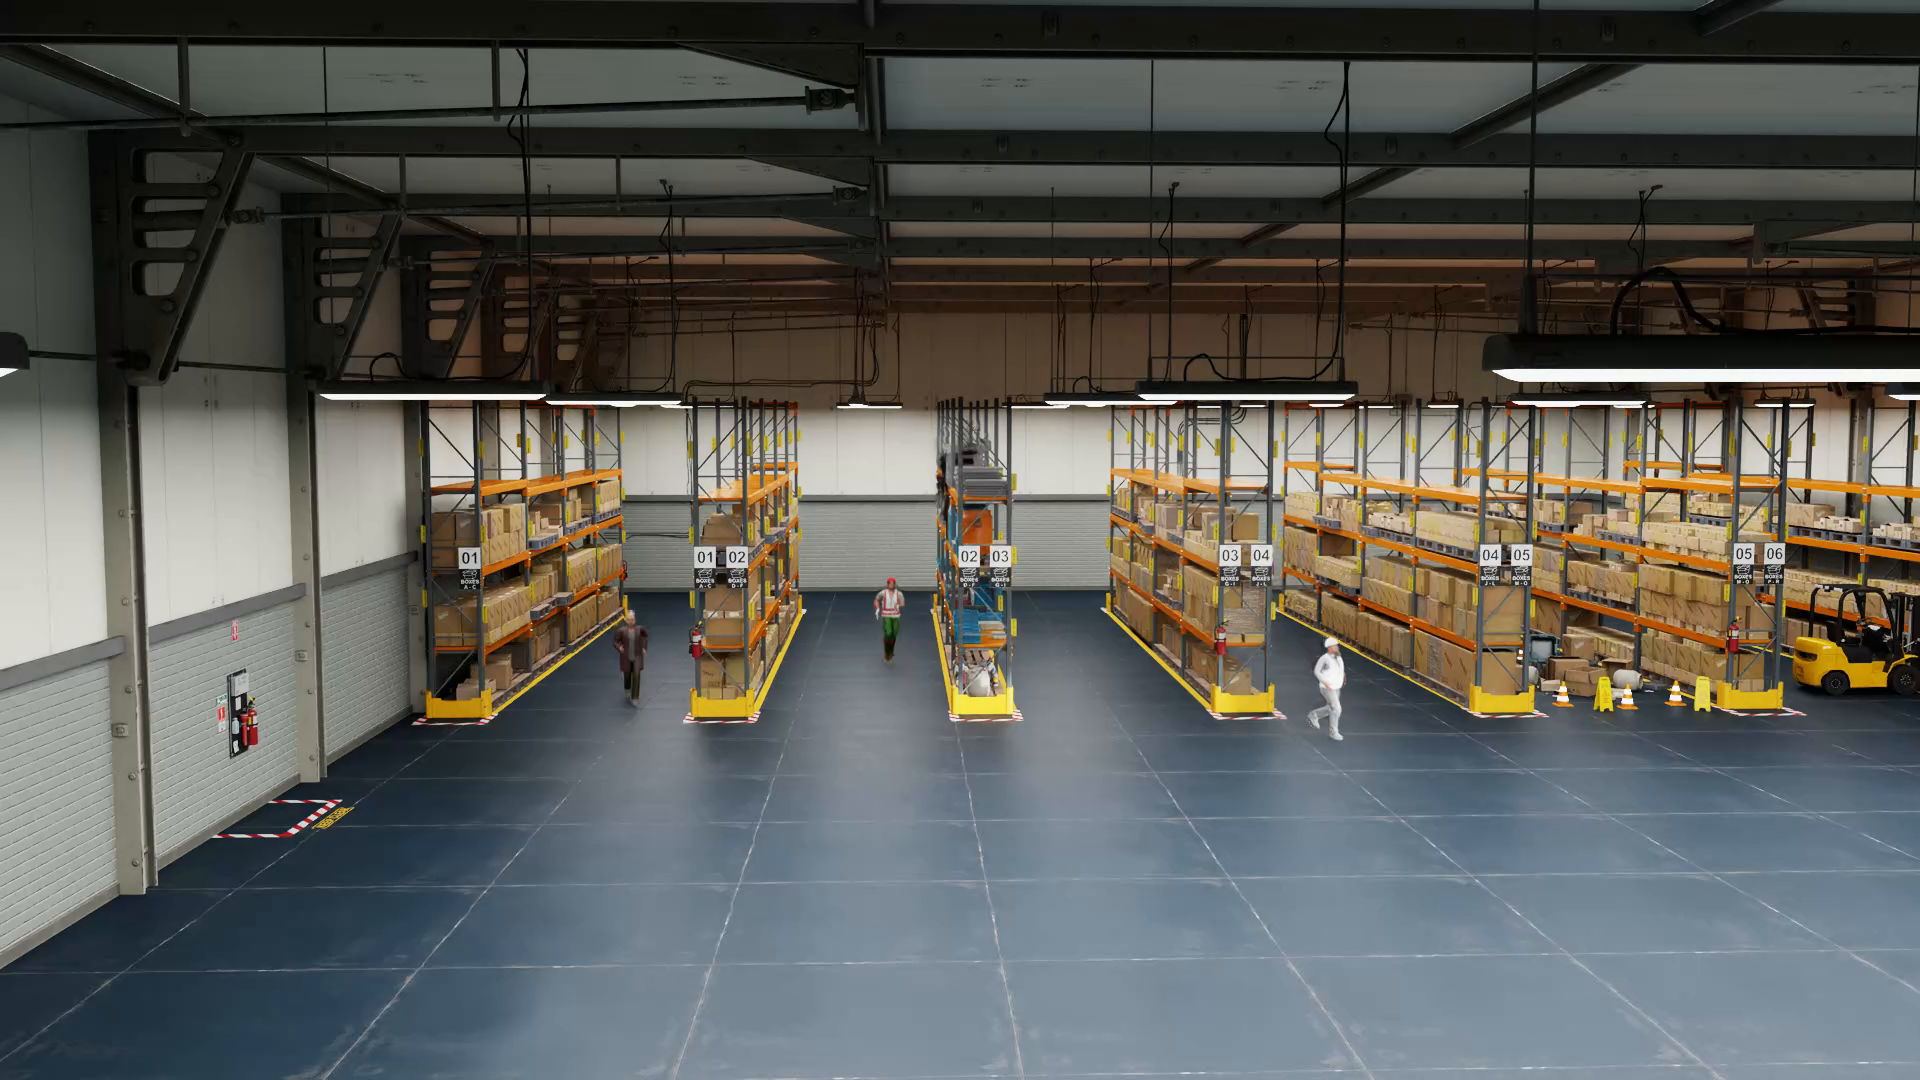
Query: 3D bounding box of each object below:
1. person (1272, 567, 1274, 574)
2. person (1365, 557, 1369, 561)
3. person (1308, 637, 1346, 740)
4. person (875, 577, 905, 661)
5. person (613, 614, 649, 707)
[{"bbox_3d":[8.747,1.142,48.407,0.531,1.702,0.756,-2,5,-26],"label":"person"},{"bbox_3d":[11.415,1.323,46.328,0.578,1.720,0.751,-1,5,-13],"label":"person"},{"bbox_3d":[6.460,2.587,29.276,0.662,1.781,0.783,-4,6,-44],"label":"person"},{"bbox_3d":[-1.524,1.747,36.748,0.641,1.837,0.698,-1,5,-14],"label":"person"},{"bbox_3d":[-6.437,2.317,32.555,0.690,1.771,1.042,-1,5,-13],"label":"person"}]
